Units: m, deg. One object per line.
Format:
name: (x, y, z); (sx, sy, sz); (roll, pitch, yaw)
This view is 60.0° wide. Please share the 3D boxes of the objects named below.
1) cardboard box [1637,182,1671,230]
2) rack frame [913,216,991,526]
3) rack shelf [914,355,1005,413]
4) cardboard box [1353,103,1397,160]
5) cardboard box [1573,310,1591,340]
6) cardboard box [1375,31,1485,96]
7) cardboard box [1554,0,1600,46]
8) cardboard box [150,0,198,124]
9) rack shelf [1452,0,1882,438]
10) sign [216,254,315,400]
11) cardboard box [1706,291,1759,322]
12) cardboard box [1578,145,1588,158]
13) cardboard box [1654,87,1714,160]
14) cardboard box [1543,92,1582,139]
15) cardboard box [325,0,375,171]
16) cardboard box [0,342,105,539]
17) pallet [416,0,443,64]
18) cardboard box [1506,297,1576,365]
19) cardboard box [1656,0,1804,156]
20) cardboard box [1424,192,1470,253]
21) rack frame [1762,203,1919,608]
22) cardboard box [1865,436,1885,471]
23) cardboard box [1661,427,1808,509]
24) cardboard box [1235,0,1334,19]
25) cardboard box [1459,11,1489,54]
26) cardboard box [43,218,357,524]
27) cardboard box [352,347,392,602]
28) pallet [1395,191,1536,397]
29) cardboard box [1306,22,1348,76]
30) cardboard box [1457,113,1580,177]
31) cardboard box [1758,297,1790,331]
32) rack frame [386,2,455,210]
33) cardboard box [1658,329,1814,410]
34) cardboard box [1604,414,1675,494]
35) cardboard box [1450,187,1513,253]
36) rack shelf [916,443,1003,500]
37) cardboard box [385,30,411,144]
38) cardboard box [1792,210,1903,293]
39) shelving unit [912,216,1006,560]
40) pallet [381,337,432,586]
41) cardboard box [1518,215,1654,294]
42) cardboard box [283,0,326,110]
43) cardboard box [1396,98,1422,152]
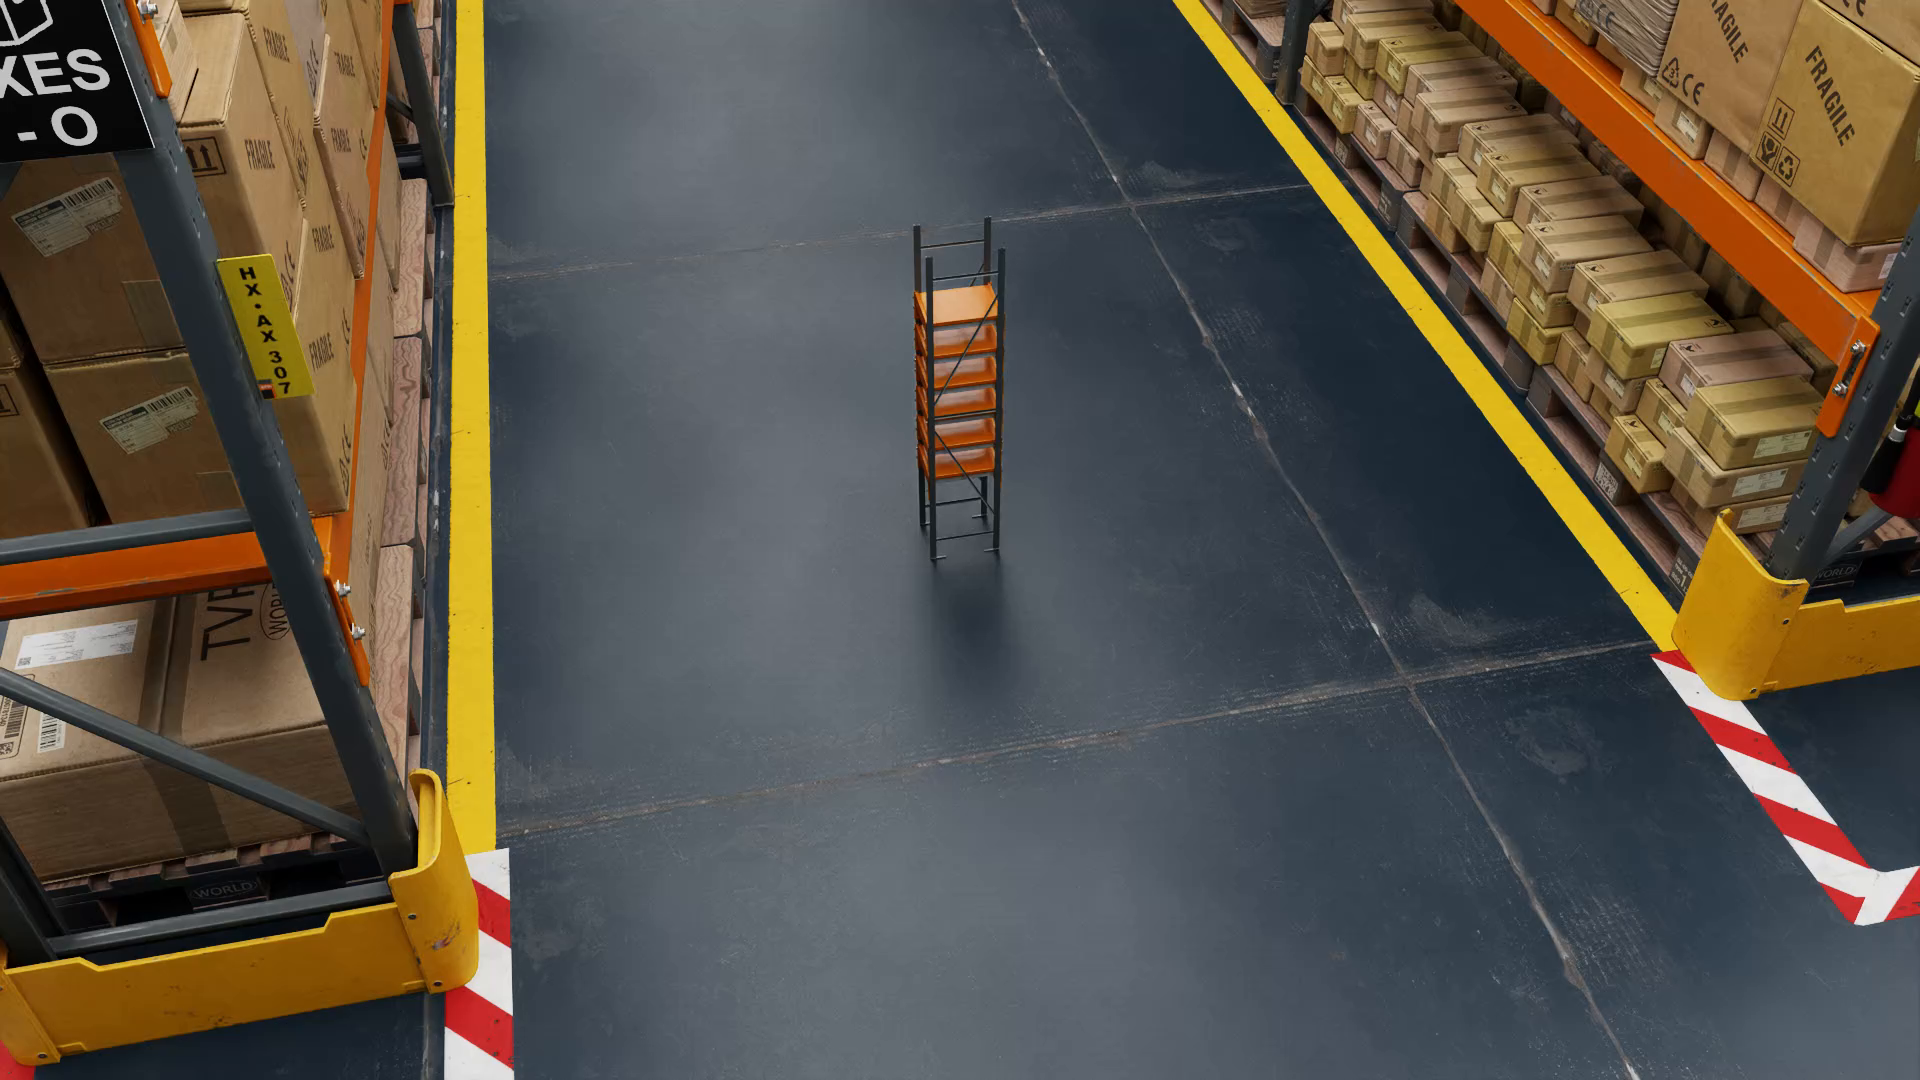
cardboard box: (2.834, -1.309, 6.348); (0.380, 0.149, 0.250); (-8, 42, -9)
rack frame: (-0.023, -0.517, 5.429); (0.240, 1.200, 0.006); (-8, 42, -9)
rack shelf: (-0.003, -0.515, 5.312); (0.258, 0.103, 0.180); (-8, 42, -9)
cardboard box: (1.982, -1.832, 7.386); (0.380, 0.149, 0.250); (-9, 42, -9)
cardboard box: (2.454, -0.786, 5.983); (0.380, 0.149, 0.250); (-9, 42, -10)
cardboard box: (2.031, -2.066, 7.201); (0.380, 0.149, 0.250); (-9, 42, -10)
cardboard box: (2.307, -1.851, 5.765); (0.380, 0.149, 0.250); (-8, 42, -9)
cardboard box: (-1.700, -0.906, 3.194); (0.380, 0.149, 0.250); (-8, 42, -8)
rack shelf: (2.487, -1.784, 6.042); (1.077, 0.370, 4.000); (-8, 42, -9)
sign: (-1.350, -0.411, 3.242); (0.100, 0.325, 0.005); (-8, 42, -9)
cardboard box: (2.963, -0.849, 6.054); (0.380, 0.149, 0.250); (-7, 42, -8)
cardboard box: (2.650, -1.533, 6.824); (0.380, 0.149, 0.250); (-10, 43, -11)
cardboard box: (2.408, -1.323, 5.170); (0.380, 0.149, 0.250); (-7, 42, -8)
cardboard box: (2.669, -1.808, 6.910); (0.380, 0.149, 0.250); (-10, 43, -11)
cardboard box: (-2.069, -1.350, 4.936); (0.500, 0.500, 0.500); (-7, 42, -8)
cardboard box: (-2.256, -0.294, 3.747); (0.500, 0.500, 0.500); (-8, 42, -9)
pallet: (-3.264, -2.814, 8.761); (1.003, 0.211, 1.213); (-8, 42, -9)
cardboard box: (2.291, -0.809, 6.233); (0.380, 0.149, 0.250); (-10, 43, -11)
cardboard box: (2.464, -1.495, 4.875); (0.500, 0.500, 0.500); (-9, 42, -10)
cardboard box: (2.140, -1.323, 6.812); (0.380, 0.149, 0.250); (-9, 42, -10)
rack frame: (2.918, -0.757, 4.343); (1.000, 3.000, 0.127); (-8, 42, -9)
cardboard box: (3.056, -0.335, 5.475); (0.380, 0.149, 0.250); (-7, 42, -7)
cardboard box: (2.526, -0.260, 5.391); (0.380, 0.149, 0.250); (-9, 42, -10)
cardboard box: (1.649, -3.016, 8.454); (0.500, 0.500, 0.500); (-9, 42, -10)
cardboard box: (2.480, -2.310, 7.476); (0.380, 0.149, 0.250); (-8, 42, -9)
cardboard box: (-1.716, -0.372, 3.834); (0.500, 0.500, 0.500); (-9, 42, -10)
cardboard box: (-2.339, -0.186, 5.314); (0.875, 0.438, 0.875); (-7, 42, -8)
pallet: (2.501, -1.084, 6.812); (1.003, 0.211, 1.213); (-8, 42, -9)
cardboard box: (1.821, -2.271, 7.656); (0.380, 0.149, 0.250); (-7, 42, -7)
cardboard box: (2.224, -1.559, 6.630); (0.380, 0.149, 0.250); (-10, 43, -11)
cardboard box: (3.031, -0.802, 5.777); (0.380, 0.149, 0.250); (-8, 42, -9)
rack frame: (-2.757, -2.575, 6.391); (1.000, 3.000, 0.127); (-8, 42, -9)
cardboard box: (2.558, -0.548, 5.491); (0.380, 0.149, 0.250); (-8, 42, -8)
cardboard box: (2.447, -0.311, 5.672); (0.380, 0.149, 0.250); (-7, 42, -8)
cardboard box: (2.164, -1.274, 6.533); (0.380, 0.149, 0.250); (-8, 42, -9)
rack shelf: (-0.003, -0.245, 5.551); (0.258, 0.103, 0.180); (-8, 42, -9)
cardboard box: (-2.969, -2.328, 7.397); (0.875, 0.875, 0.875); (-7, 42, -8)
cardboard box: (2.572, -0.834, 4.619); (0.380, 0.149, 0.250); (-8, 42, -9)
shelving unit: (-0.003, -0.458, 5.362); (0.258, 1.200, 0.189); (-8, 42, -9)
pallet: (-2.402, -0.236, 5.856); (1.003, 0.211, 1.213); (-8, 42, -9)
cardboard box: (2.272, -1.041, 6.046); (0.380, 0.149, 0.250); (-7, 42, -8)
cardboard box: (-1.956, -1.412, 4.252); (0.500, 0.500, 0.500); (-9, 42, -10)
cardboard box: (2.106, -1.792, 7.116); (0.380, 0.149, 0.250); (-10, 43, -11)
